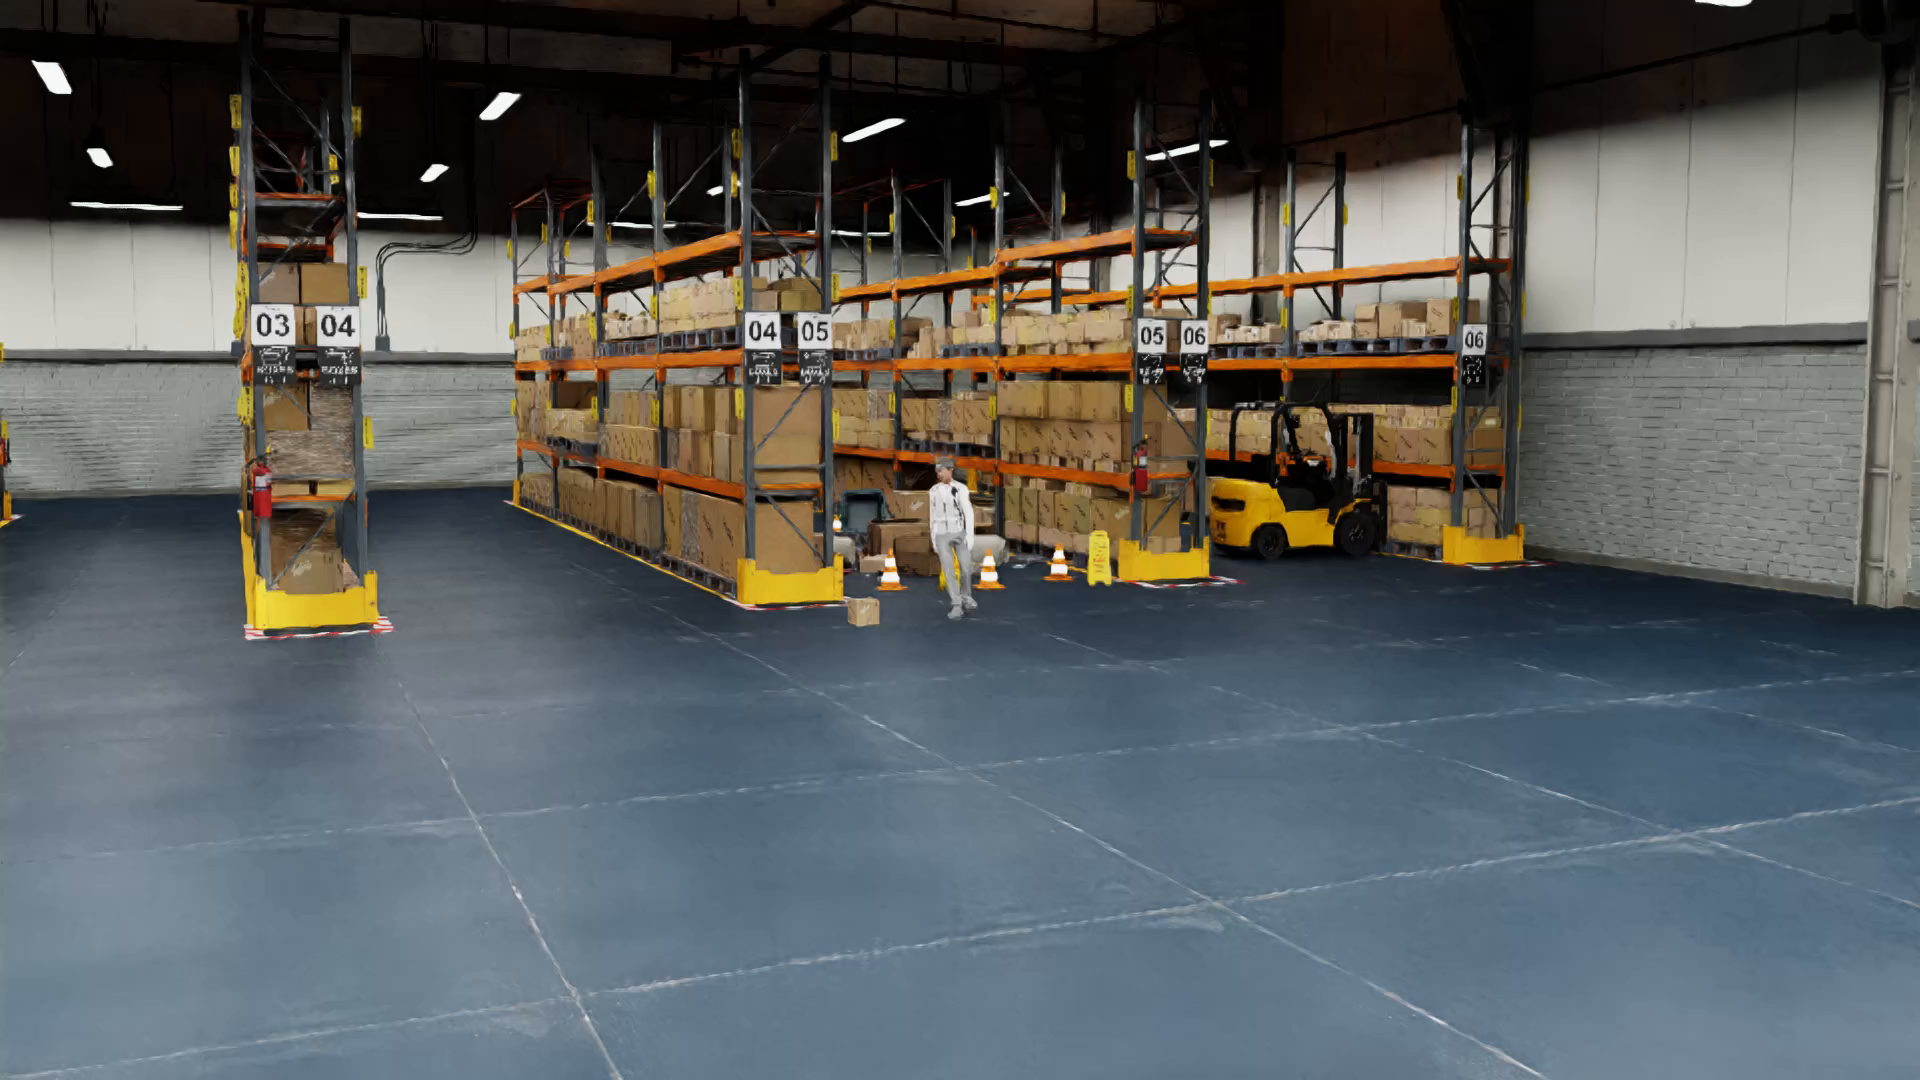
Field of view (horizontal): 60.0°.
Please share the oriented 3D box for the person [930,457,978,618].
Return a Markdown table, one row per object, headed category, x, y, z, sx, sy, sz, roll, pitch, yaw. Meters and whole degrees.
| category | x | y | z | sx | sy | sz | roll | pitch | yaw |
| --- | --- | --- | --- | --- | --- | --- | --- | --- | --- |
| person | -0.072 | -0.043 | 17.397 | 0.511 | 1.657 | 0.632 | 1 | 6 | 9 |
